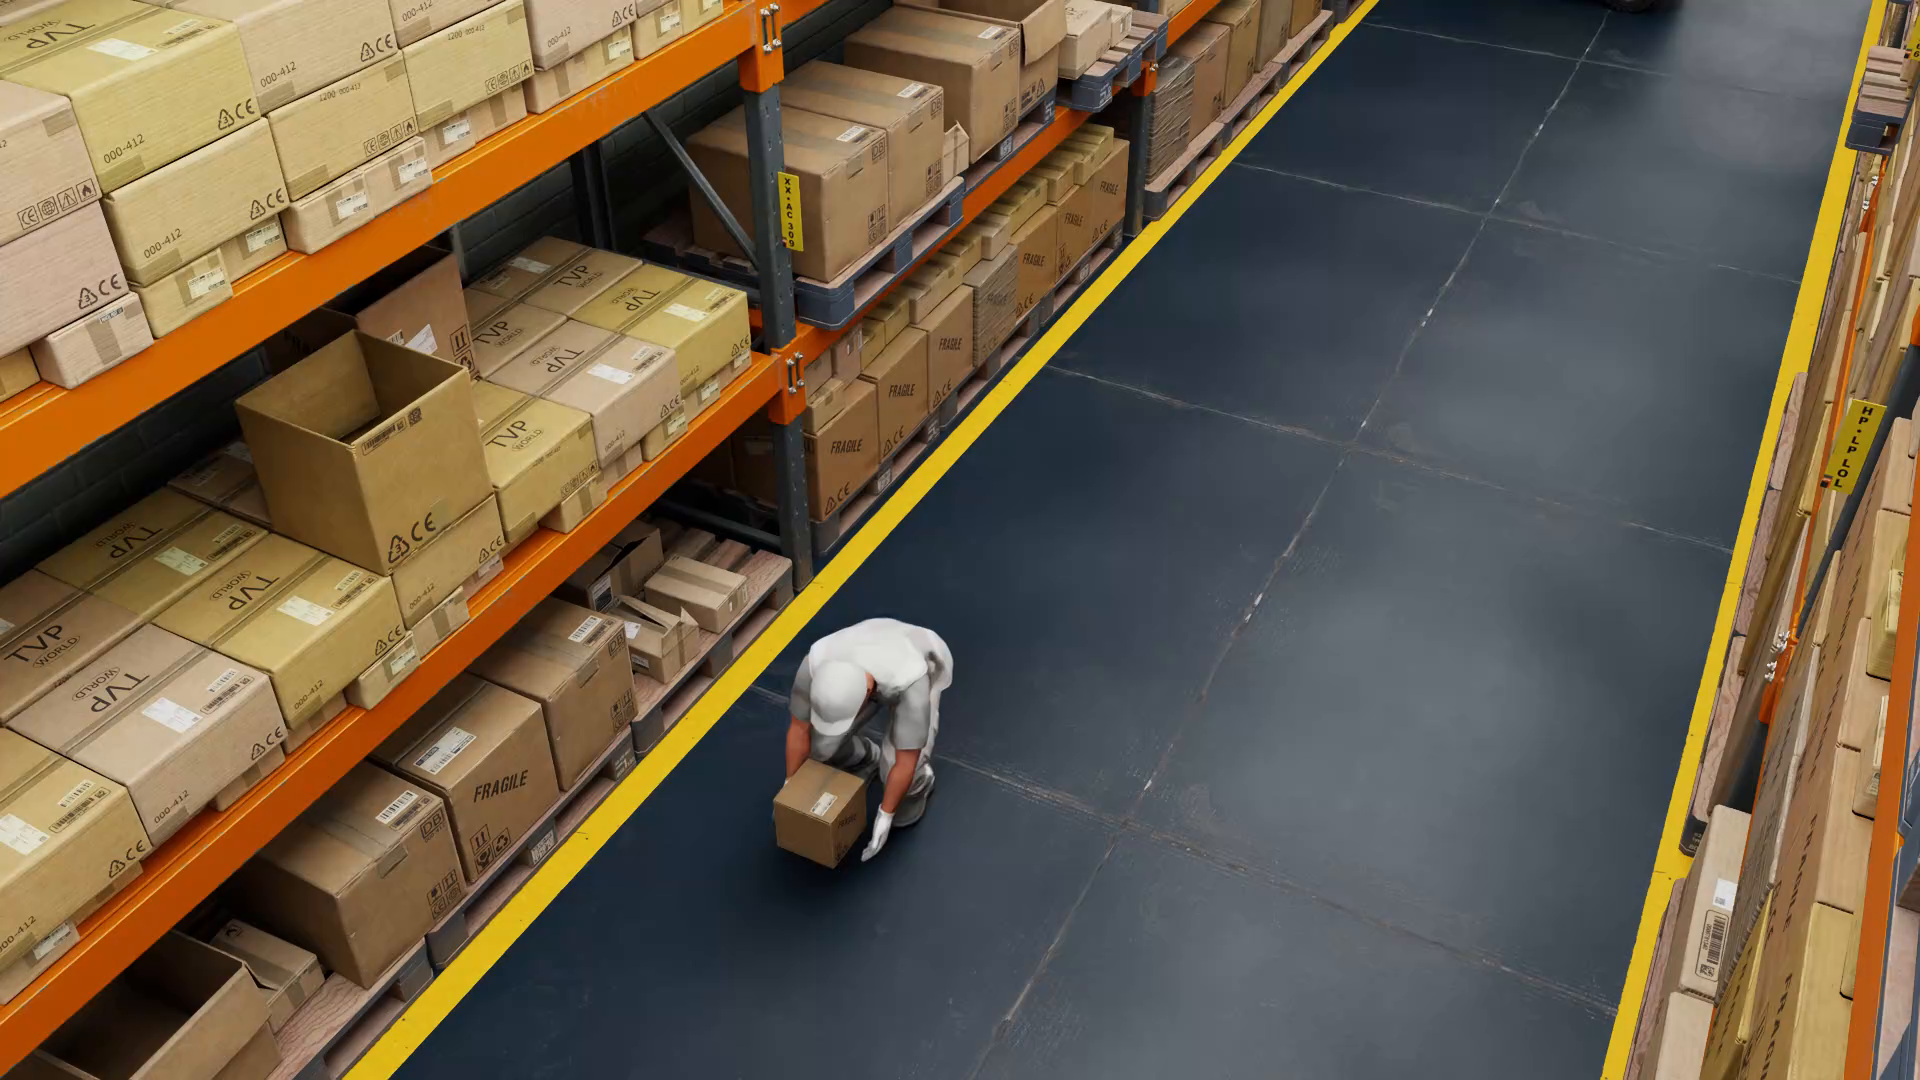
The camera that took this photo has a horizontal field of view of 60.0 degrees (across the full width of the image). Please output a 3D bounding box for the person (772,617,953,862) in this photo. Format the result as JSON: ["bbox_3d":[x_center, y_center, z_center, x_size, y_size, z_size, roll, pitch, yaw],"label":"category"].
[{"bbox_3d":[-0.320,0.681,6.353,0.575,1.056,0.867,17,41,21],"label":"person"}]
